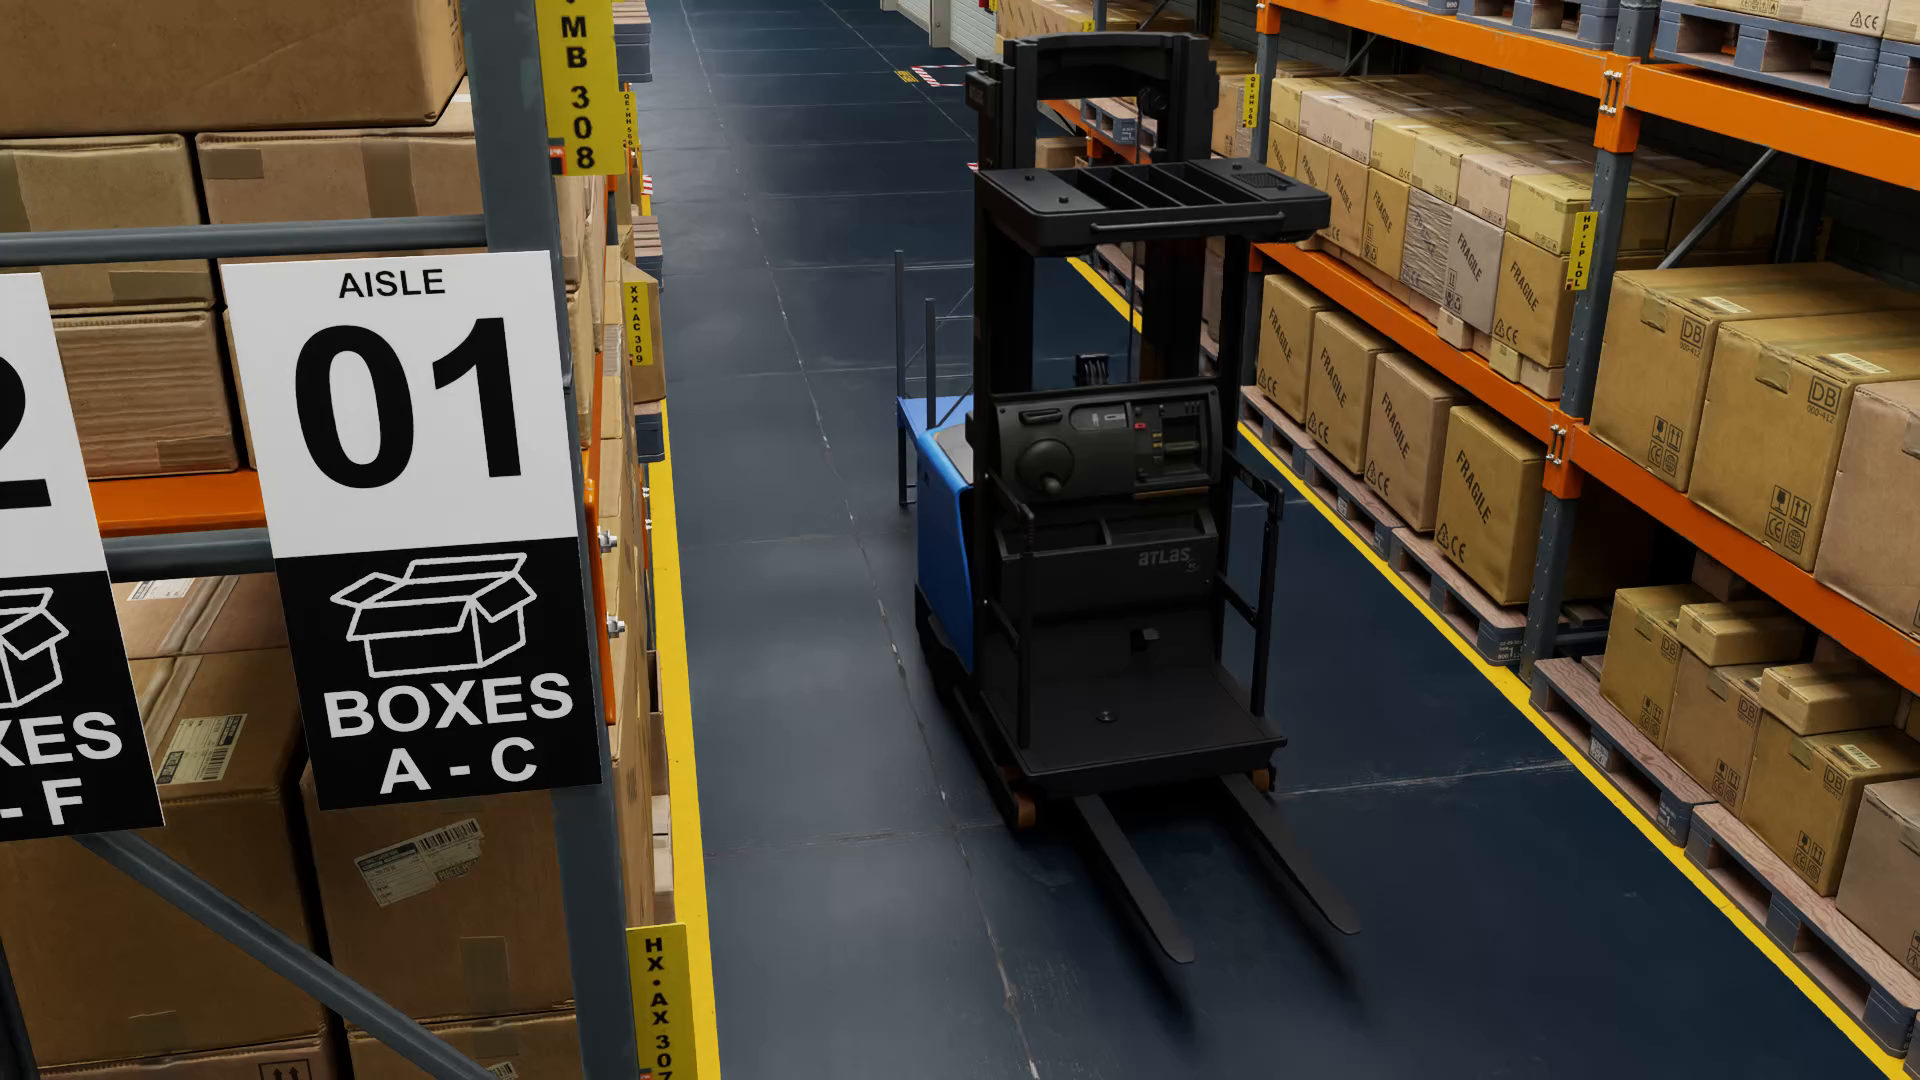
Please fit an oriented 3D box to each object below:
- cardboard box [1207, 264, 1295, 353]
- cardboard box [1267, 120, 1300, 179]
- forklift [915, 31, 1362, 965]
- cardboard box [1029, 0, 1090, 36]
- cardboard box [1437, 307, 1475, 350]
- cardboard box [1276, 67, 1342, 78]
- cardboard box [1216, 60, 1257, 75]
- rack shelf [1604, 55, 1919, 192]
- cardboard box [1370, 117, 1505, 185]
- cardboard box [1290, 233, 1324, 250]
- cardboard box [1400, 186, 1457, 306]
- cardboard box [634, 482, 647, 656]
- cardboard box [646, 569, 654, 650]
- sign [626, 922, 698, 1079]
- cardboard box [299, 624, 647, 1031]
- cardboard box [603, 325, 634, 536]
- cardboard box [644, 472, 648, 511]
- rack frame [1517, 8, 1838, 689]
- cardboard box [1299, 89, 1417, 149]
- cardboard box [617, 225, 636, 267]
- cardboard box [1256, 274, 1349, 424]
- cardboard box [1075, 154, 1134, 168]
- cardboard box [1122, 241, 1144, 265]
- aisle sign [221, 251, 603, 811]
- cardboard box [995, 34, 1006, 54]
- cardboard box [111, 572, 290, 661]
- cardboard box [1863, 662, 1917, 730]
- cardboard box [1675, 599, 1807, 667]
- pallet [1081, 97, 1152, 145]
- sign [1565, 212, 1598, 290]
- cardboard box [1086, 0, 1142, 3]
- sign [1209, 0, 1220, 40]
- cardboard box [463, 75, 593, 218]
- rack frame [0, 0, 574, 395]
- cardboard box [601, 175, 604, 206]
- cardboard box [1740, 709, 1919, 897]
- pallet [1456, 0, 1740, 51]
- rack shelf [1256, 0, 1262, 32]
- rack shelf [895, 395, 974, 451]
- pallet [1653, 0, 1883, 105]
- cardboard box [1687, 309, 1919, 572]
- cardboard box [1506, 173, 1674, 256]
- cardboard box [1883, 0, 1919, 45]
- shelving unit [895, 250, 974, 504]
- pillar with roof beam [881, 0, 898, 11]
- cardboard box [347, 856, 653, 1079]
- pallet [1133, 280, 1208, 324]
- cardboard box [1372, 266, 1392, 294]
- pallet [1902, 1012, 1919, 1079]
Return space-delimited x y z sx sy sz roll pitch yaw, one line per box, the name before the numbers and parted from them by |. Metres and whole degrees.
cardboard box | 2.188 -1.655 11.866 0.700 0.500 0.500 -4 24 -9
cardboard box | 2.210 -2.301 10.250 0.500 0.500 0.500 -4 24 -8
forklift | 0.655 -0.360 6.413 1.130 2.935 3.031 -6 24 -14
cardboard box | 0.964 -4.940 16.038 0.500 0.500 0.500 -4 24 -8
cardboard box | 2.591 -1.055 8.207 0.380 0.149 0.250 -4 24 -10
cardboard box | 2.279 -2.998 10.882 0.380 0.149 0.250 -8 25 -17
cardboard box | 2.023 -3.240 12.246 0.700 0.500 0.500 -4 24 -10
rack shelf | 3.482 -1.005 4.954 1.077 0.370 4.000 -4 24 -10
cardboard box | 2.500 -2.049 8.736 0.500 0.250 0.500 -5 24 -11
cardboard box | 2.209 -1.857 10.043 0.380 0.149 0.250 -4 24 -8
cardboard box | 2.590 -1.499 8.413 0.500 0.500 0.500 -4 24 -10
cardboard box | -1.217 0.158 5.016 0.500 0.500 0.500 -4 24 -9
cardboard box | -1.606 0.357 7.258 0.500 0.500 0.500 -5 24 -12
sign | -0.483 0.758 2.685 0.100 0.325 0.005 -4 24 -10
cardboard box | -0.839 0.497 2.991 0.500 0.500 0.500 -4 24 -8
cardboard box | -1.217 -0.303 4.822 0.500 0.500 0.500 -4 24 -9
cardboard box | -1.996 -0.454 9.115 0.500 0.500 0.500 -5 24 -12
rack frame | 3.112 -0.747 7.212 1.000 3.000 0.127 -4 24 -10
cardboard box | 2.303 -2.446 9.644 0.500 0.250 0.500 -5 24 -10
cardboard box | -1.813 -1.085 7.338 0.700 0.500 0.500 -1 24 -1
cardboard box | 2.379 -1.228 10.476 0.750 0.750 0.750 -5 24 -10
cardboard box | 1.401 -3.355 15.757 0.500 0.500 0.500 -6 24 -14
cardboard box | 1.785 -2.661 14.169 0.700 0.500 0.500 -3 24 -8
aisle sign | -0.715 0.009 2.234 0.394 0.787 0.004 -4 24 -10
cardboard box | 0.671 -5.192 17.552 0.500 0.250 0.500 -5 24 -11
cardboard box | -1.463 0.337 3.355 0.500 0.500 0.500 -4 24 -8
cardboard box | 3.512 0.549 6.032 0.380 0.149 0.250 -4 24 -9
cardboard box | 3.033 0.359 6.468 0.380 0.149 0.250 -4 24 -8
pallet | 1.631 -3.494 13.742 1.003 0.211 1.213 -4 24 -10
sign | 2.580 -1.197 6.895 0.100 0.325 0.005 -4 24 -10
cardboard box | 1.465 -4.981 16.133 0.500 0.500 0.500 -4 24 -9
sign | 2.177 -4.466 14.282 0.100 0.325 0.005 -4 24 -10
cardboard box | -0.941 -0.759 3.054 0.500 0.250 0.500 -4 24 -10
rack frame | -1.016 -1.554 1.566 1.000 3.000 0.127 -4 24 -10
cardboard box | -1.134 -0.922 4.054 0.500 0.250 0.500 -4 24 -10
cardboard box | 3.332 0.908 6.021 0.700 0.500 0.500 -4 24 -9
pallet | 2.894 -2.390 7.467 0.805 0.209 1.217 -5 24 -12
rack shelf | 2.002 -4.152 12.159 1.077 0.370 4.000 -4 24 -10
rack shelf | -0.016 -0.556 9.099 0.538 0.185 1.000 -4 24 -10
pallet | 3.253 -1.758 5.890 1.003 0.211 1.213 -4 24 -10
cardboard box | 3.326 -0.382 6.002 0.980 0.700 0.700 -5 24 -11
cardboard box | 2.774 -1.446 7.355 0.500 0.250 0.500 -4 24 -8
cardboard box | 3.163 -1.597 4.948 0.500 0.250 0.500 -5 24 -11
shelving unit | -0.016 -0.721 9.027 0.538 1.500 1.048 -4 24 -10
pillar with roof beam | -5.687 -14.766 31.816 9.100 9.000 0.400 -4 24 -10
cardboard box | -0.839 0.955 3.191 0.500 0.500 0.500 -4 24 -9
pallet | 2.007 -1.828 13.173 1.003 0.211 1.213 -4 24 -10
cardboard box | 2.500 -1.465 9.145 0.380 0.149 0.250 -4 24 -9
pallet | 3.627 1.796 4.874 1.003 0.211 1.213 -4 24 -10
